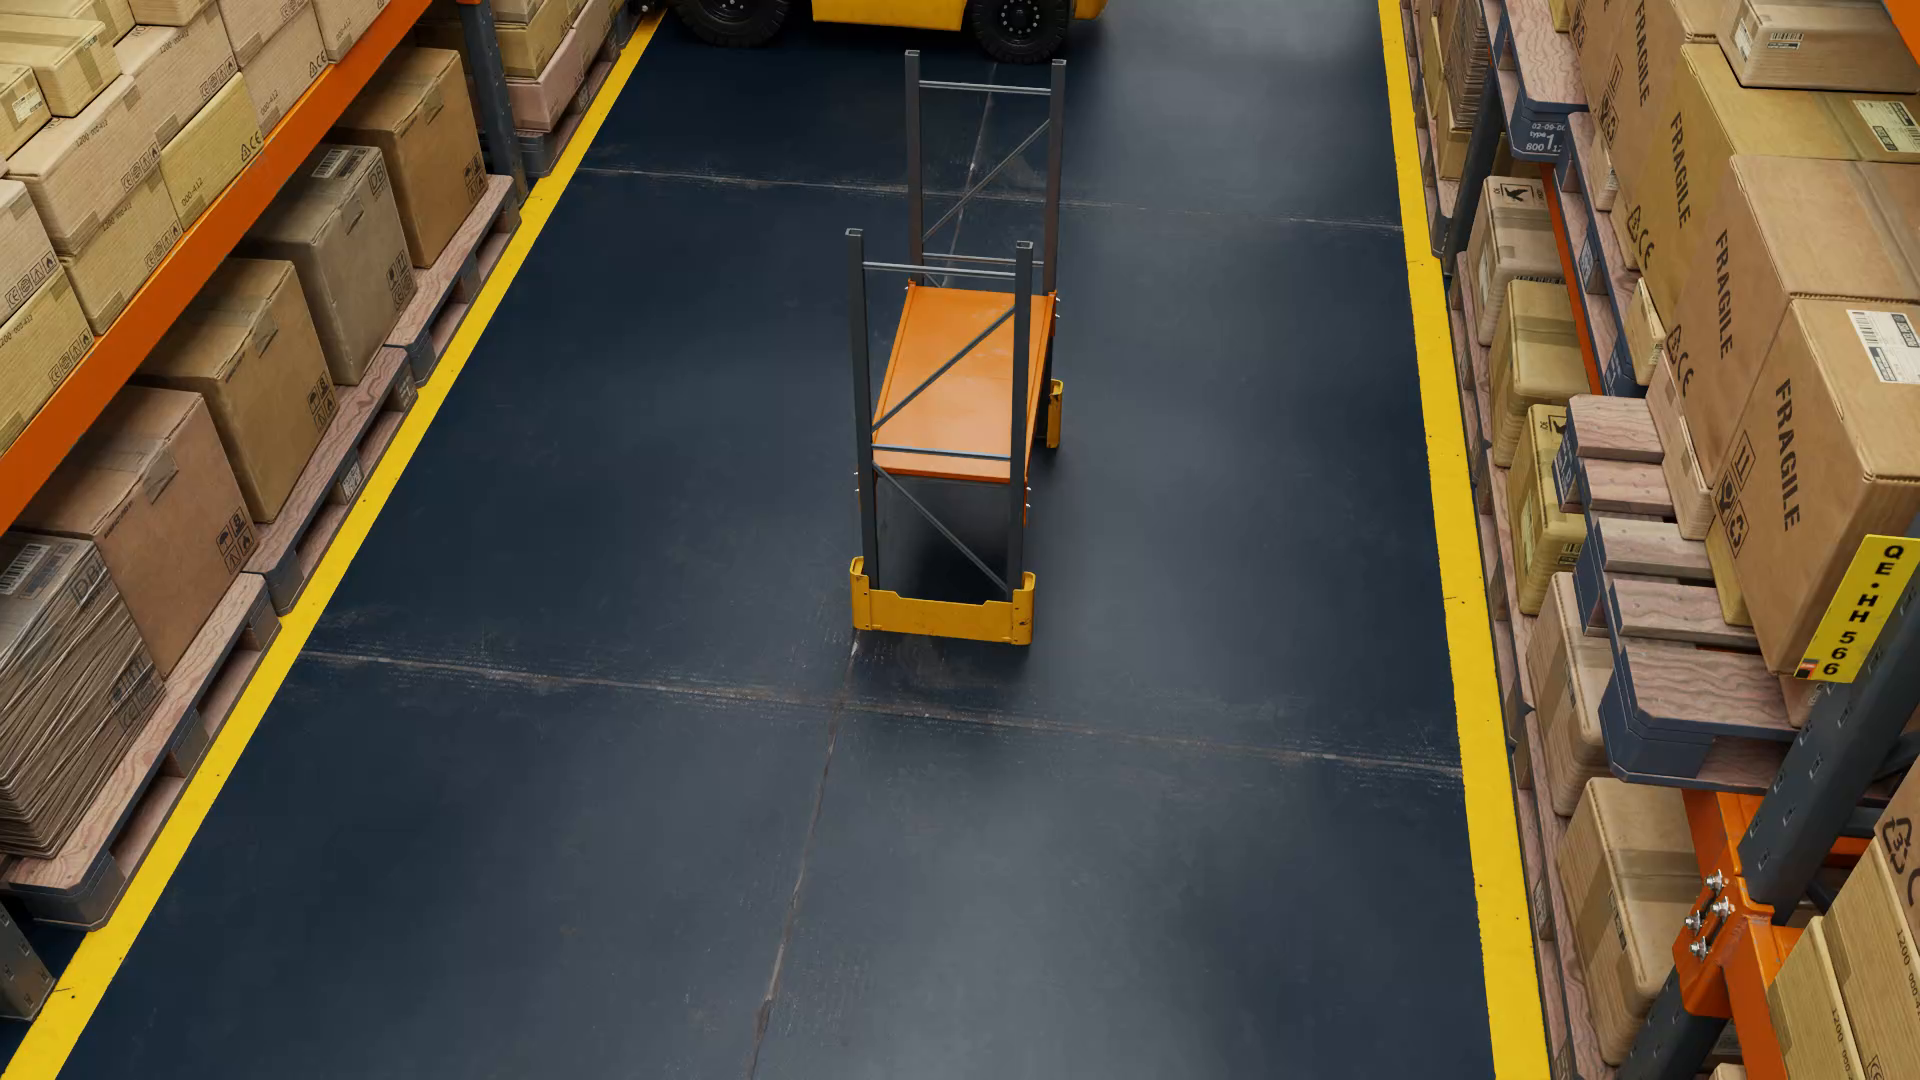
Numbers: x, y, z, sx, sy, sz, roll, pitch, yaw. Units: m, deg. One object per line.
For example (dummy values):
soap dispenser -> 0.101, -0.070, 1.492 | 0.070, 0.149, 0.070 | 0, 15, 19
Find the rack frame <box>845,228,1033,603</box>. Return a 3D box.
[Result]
rack frame -> -0.056, -0.256, 4.930 | 0.500, 1.500, 0.032 | 5, 44, 6

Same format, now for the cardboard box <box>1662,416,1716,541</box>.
cardboard box -> 1.744, -0.121, 3.574 | 0.380, 0.149, 0.250 | 5, 44, 5

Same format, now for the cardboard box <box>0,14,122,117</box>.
cardboard box -> -2.445, -1.242, 4.335 | 0.380, 0.149, 0.250 | 6, 44, 6

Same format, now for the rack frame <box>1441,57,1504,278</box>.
rack frame -> 2.510, -2.176, 5.867 | 1.000, 3.000, 0.127 | 5, 44, 6

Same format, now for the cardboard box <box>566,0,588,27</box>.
cardboard box -> -1.976, -2.605, 7.651 | 0.500, 0.250, 0.500 | 5, 44, 5

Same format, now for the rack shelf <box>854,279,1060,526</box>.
rack shelf -> 0.011, -0.472, 5.419 | 0.538, 0.185, 1.000 | 5, 44, 6

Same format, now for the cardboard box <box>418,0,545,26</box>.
cardboard box -> -2.035, -2.443, 7.116 | 0.500, 0.250, 0.500 | 5, 44, 5

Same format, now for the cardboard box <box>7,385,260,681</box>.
cardboard box -> -2.765, -0.059, 5.052 | 0.875, 0.625, 0.625 | 7, 44, 7

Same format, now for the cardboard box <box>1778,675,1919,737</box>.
cardboard box -> 1.792, 0.244, 3.188 | 0.380, 0.149, 0.250 | 7, 44, 7

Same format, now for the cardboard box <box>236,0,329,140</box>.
cardboard box -> -2.375, -1.524, 5.287 | 0.500, 0.250, 0.500 | 5, 44, 6

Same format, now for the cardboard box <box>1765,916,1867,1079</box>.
cardboard box -> 1.667, 0.915, 2.711 | 0.500, 0.250, 0.500 | 5, 44, 5

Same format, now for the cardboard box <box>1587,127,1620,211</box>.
cardboard box -> 1.924, -1.004, 4.506 | 0.380, 0.149, 0.250 | 7, 44, 7

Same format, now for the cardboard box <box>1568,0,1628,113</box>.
cardboard box -> 2.019, -1.502, 4.560 | 0.500, 0.500, 0.500 | 5, 44, 5

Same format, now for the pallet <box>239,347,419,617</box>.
pallet -> -2.628, -0.273, 5.884 | 1.003, 0.211, 1.213 | 5, 44, 6

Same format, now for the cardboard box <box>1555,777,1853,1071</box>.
cardboard box -> 2.066, 0.968, 4.152 | 0.950, 0.372, 0.625 | 3, 43, 3

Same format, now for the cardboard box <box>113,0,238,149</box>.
cardboard box -> -2.441, -1.353, 4.742 | 0.500, 0.250, 0.500 | 6, 44, 6

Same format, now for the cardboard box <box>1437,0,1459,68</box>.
cardboard box -> 2.388, -2.377, 7.228 | 0.500, 0.500, 0.500 | 6, 44, 6

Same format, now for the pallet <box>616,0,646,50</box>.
pallet -> -2.105, -2.984, 8.748 | 1.003, 0.211, 1.213 | 5, 44, 6

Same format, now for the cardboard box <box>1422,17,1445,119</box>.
cardboard box -> 2.383, -2.121, 7.503 | 0.500, 0.250, 0.500 | 4, 44, 4

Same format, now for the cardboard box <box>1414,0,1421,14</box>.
cardboard box -> 2.524, -2.811, 8.232 | 0.500, 0.250, 0.500 | 8, 44, 8

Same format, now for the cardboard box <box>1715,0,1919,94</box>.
cardboard box -> 1.918, -1.123, 3.688 | 0.380, 0.149, 0.250 | 3, 44, 4

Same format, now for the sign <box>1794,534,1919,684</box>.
sign -> 1.442, 0.115, 2.662 | 0.100, 0.325, 0.005 | 5, 44, 6

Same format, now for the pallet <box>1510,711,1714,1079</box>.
pallet -> 2.086, 1.030, 4.509 | 1.003, 0.211, 1.213 | 5, 44, 6

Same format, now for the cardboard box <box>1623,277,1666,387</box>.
cardboard box -> 1.808, -0.481, 3.953 | 0.380, 0.149, 0.250 | 6, 44, 6

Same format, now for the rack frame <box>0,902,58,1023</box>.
rack frame -> -2.939, 0.101, 3.461 | 1.000, 3.000, 0.127 | 5, 44, 6

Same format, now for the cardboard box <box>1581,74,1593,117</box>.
cardboard box -> 2.045, -1.348, 4.870 | 0.380, 0.149, 0.250 | 6, 44, 6

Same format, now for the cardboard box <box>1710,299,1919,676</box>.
cardboard box -> 1.766, -0.082, 3.060 | 0.500, 0.500, 0.500 | 4, 44, 4

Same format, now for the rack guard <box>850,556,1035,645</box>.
rack guard -> -0.056, 0.197, 5.360 | 0.587, 0.250, 0.087 | 5, 44, 6

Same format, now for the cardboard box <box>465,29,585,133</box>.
cardboard box -> -2.018, -2.078, 7.458 | 0.500, 0.250, 0.500 | 6, 44, 6

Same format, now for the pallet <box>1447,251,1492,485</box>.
pallet -> 2.409, -0.633, 6.265 | 1.003, 0.211, 1.213 | 5, 44, 6

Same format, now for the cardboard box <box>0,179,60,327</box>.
cardboard box -> -2.571, -0.647, 3.997 | 0.500, 0.250, 0.500 | 7, 44, 7

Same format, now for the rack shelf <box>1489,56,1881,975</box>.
rack shelf -> 2.246, -0.552, 4.674 | 1.077, 0.370, 4.000 | 5, 44, 6

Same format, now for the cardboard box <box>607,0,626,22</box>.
cardboard box -> -1.914, -2.777, 8.196 | 0.500, 0.250, 0.500 | 6, 44, 6

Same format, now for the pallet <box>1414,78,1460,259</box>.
pallet -> 2.564, -1.624, 7.312 | 1.003, 0.211, 1.213 | 5, 44, 6

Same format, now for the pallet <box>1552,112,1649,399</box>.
pallet -> 2.203, -0.733, 4.482 | 1.003, 0.211, 1.213 | 5, 44, 6

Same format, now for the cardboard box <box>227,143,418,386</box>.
cardboard box -> -2.578, -1.030, 6.078 | 0.875, 0.625, 0.625 | 5, 44, 5

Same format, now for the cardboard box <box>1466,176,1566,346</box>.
cardboard box -> 2.443, -1.017, 6.248 | 0.950, 0.372, 0.625 | 6, 44, 6

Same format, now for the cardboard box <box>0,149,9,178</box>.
cardboard box -> -2.540, -0.900, 3.974 | 0.380, 0.149, 0.250 | 6, 44, 6

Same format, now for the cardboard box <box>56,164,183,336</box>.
cardboard box -> -2.506, -0.818, 4.542 | 0.500, 0.250, 0.500 | 4, 44, 4

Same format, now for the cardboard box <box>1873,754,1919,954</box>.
cardboard box -> 1.674, 0.464, 2.278 | 0.500, 0.500, 0.500 | 4, 44, 4

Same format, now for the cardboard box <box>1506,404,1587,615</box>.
cardboard box -> 2.262, -0.052, 5.230 | 0.950, 0.372, 0.625 | 7, 44, 7

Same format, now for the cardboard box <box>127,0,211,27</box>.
cardboard box -> -2.333, -1.582, 4.695 | 0.380, 0.149, 0.250 | 4, 44, 4

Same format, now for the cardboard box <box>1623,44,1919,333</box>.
cardboard box -> 1.889, -0.779, 3.797 | 0.500, 0.500, 0.500 | 3, 43, 3

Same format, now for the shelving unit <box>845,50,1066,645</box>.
shelving unit -> 0.010, -0.597, 5.289 | 0.587, 1.500, 1.083 | 5, 44, 6
